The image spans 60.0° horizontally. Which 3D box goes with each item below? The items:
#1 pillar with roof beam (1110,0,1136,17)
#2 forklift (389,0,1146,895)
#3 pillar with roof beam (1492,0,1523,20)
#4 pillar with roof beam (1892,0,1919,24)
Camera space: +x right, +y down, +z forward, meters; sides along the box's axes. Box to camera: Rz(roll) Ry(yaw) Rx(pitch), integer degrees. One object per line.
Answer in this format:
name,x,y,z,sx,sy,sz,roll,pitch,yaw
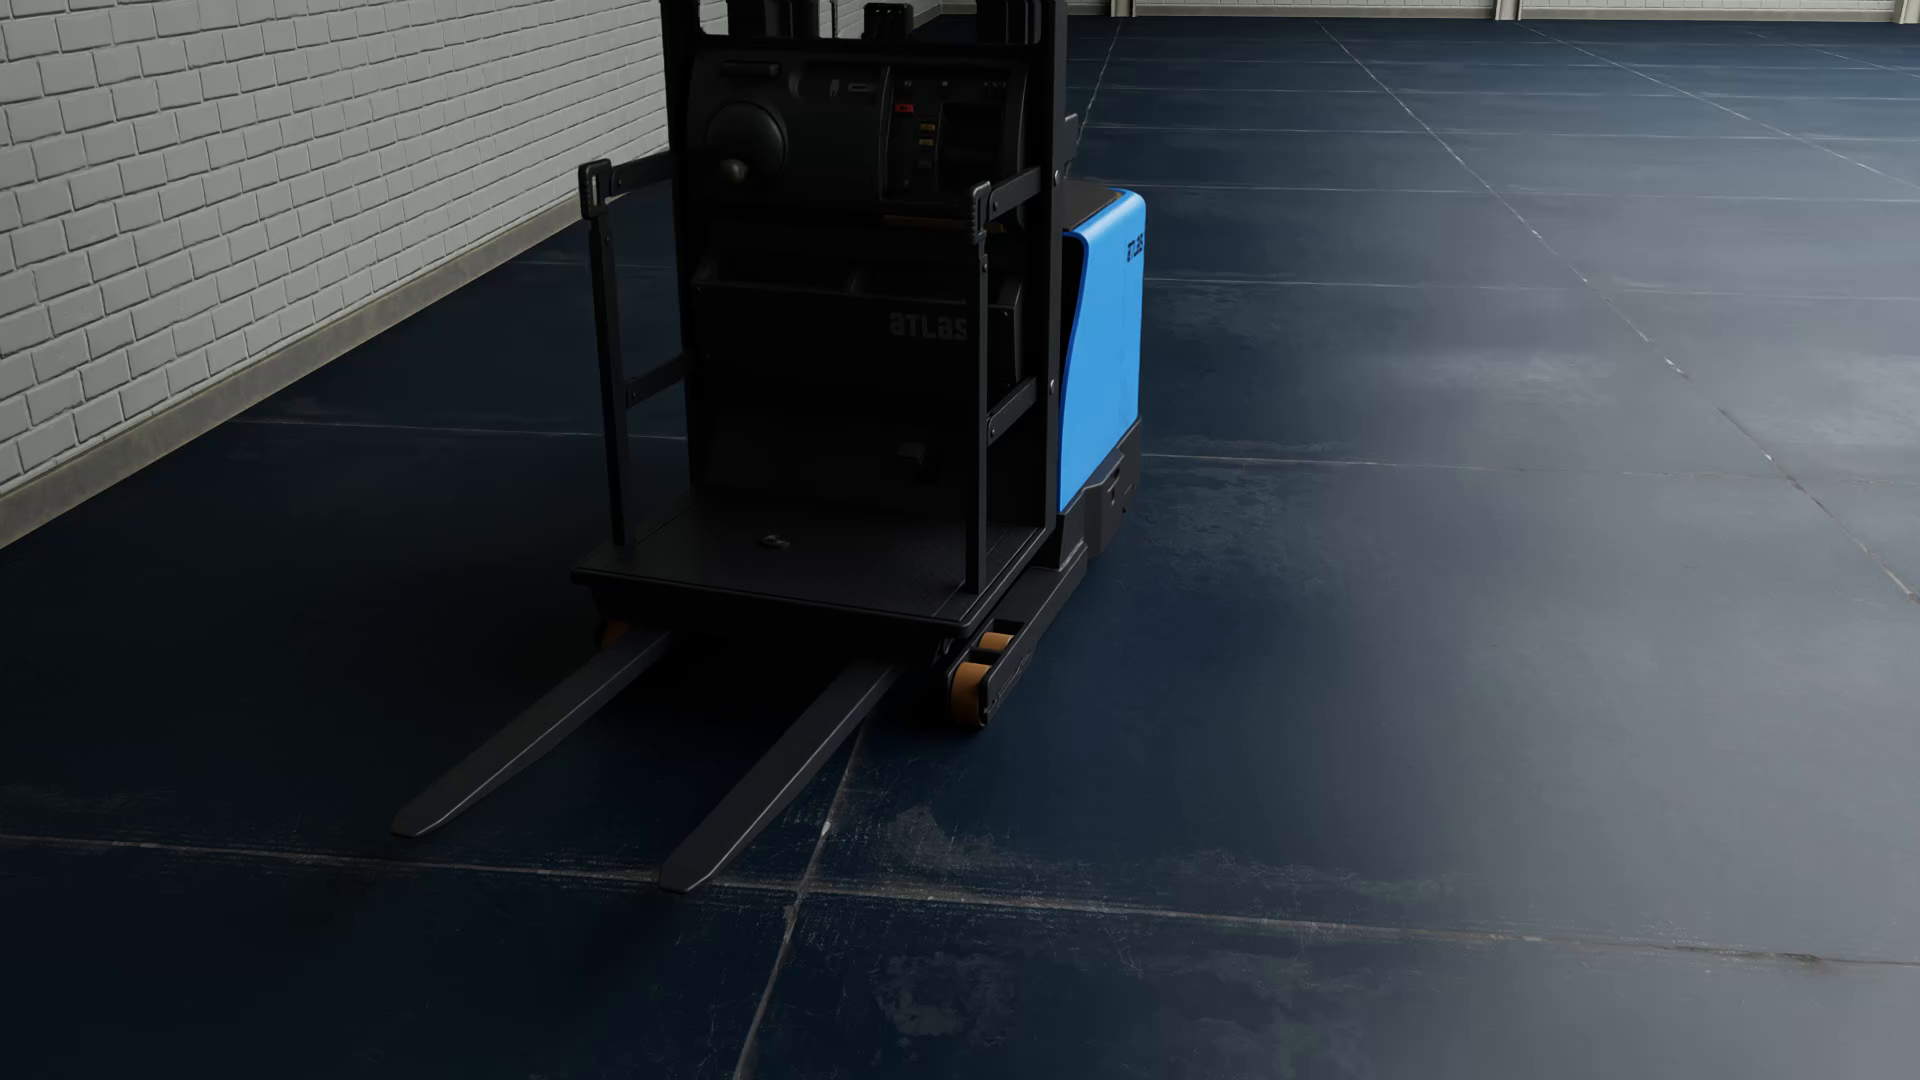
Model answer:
pillar with roof beam,2.124,-11.062,21.179,0.400,9.000,9.100,2,22,6
forklift,-0.343,-1.055,4.121,1.130,2.935,3.031,7,23,18
pillar with roof beam,8.083,-10.802,20.523,0.400,9.000,9.100,2,22,6
pillar with roof beam,14.041,-10.542,19.866,0.400,9.000,9.100,2,22,6
